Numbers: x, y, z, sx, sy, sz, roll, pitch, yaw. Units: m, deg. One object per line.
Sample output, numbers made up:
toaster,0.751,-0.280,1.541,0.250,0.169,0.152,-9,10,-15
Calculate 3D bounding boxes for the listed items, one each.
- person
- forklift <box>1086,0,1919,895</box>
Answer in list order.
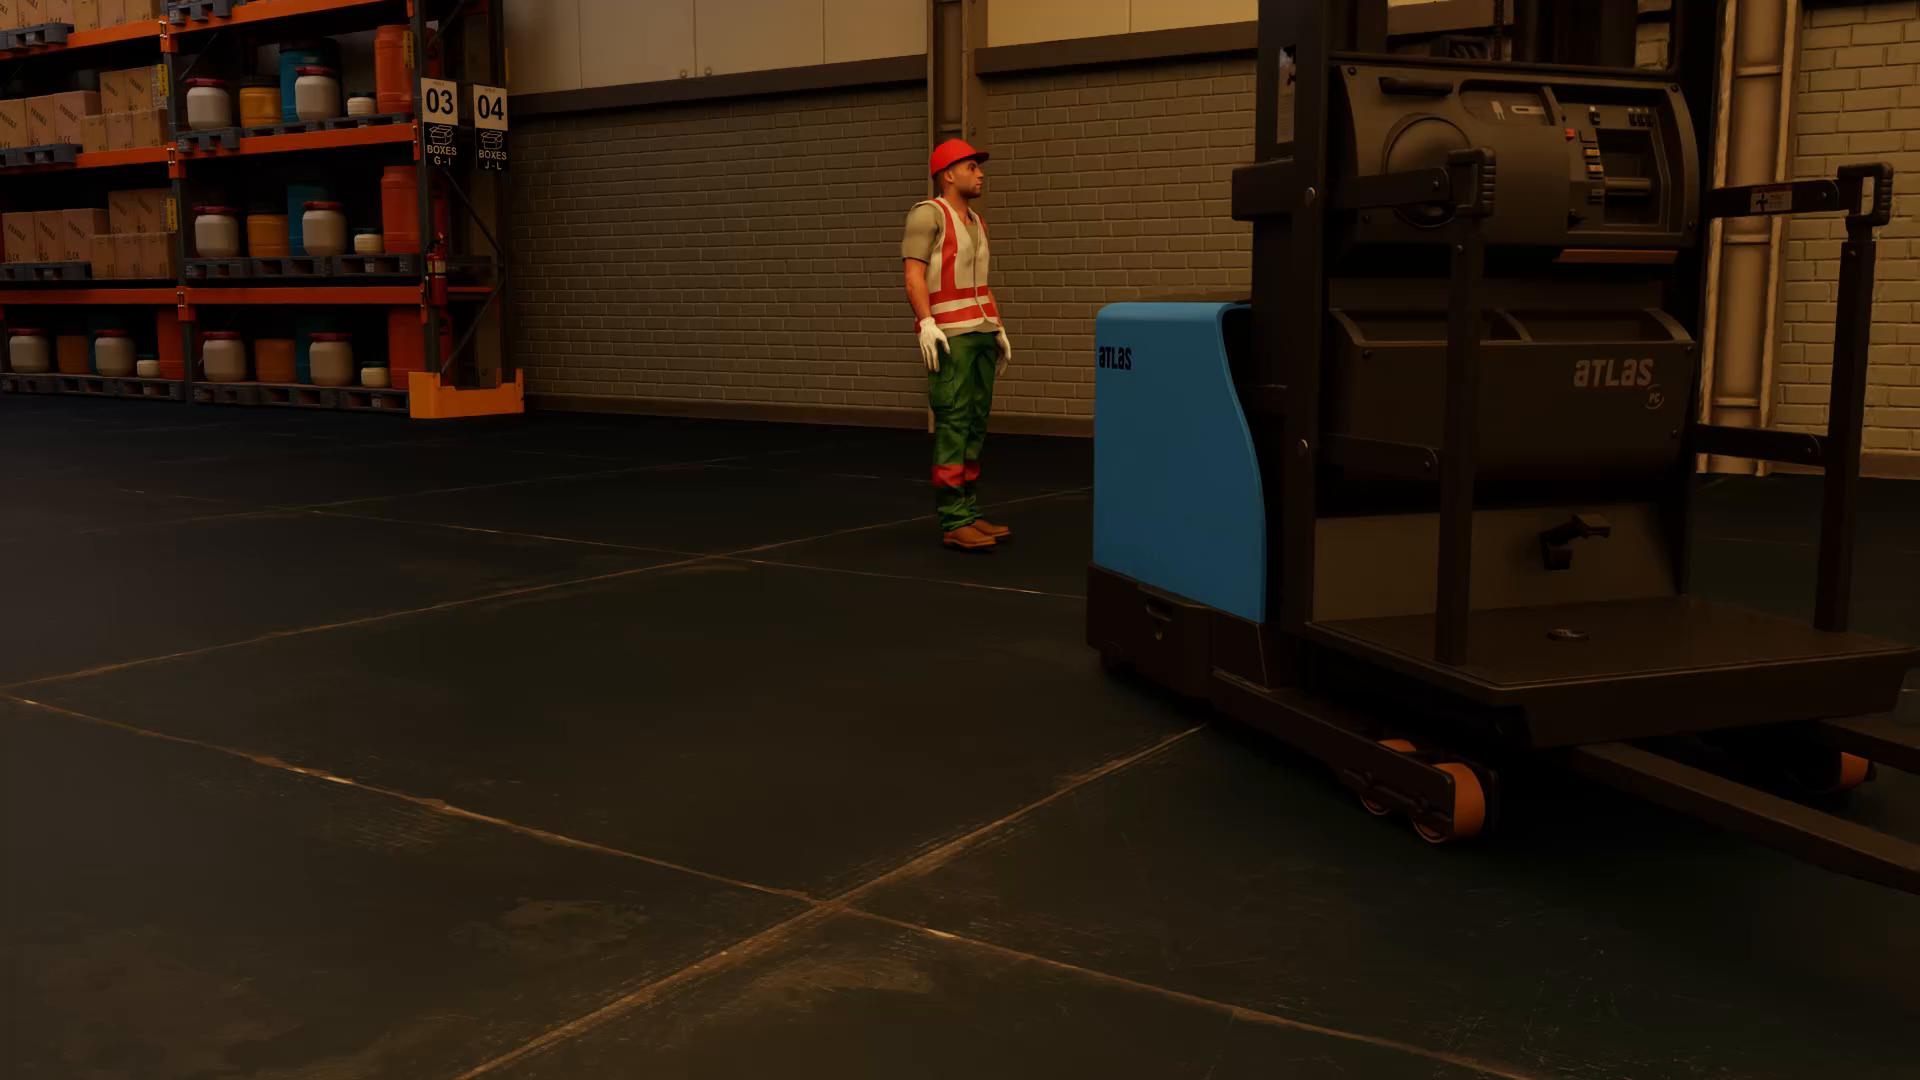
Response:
person,0.060,-0.885,7.422,0.562,1.790,0.637,5,10,34
forklift,1.351,-0.907,3.570,1.130,2.935,3.031,-3,9,-20
